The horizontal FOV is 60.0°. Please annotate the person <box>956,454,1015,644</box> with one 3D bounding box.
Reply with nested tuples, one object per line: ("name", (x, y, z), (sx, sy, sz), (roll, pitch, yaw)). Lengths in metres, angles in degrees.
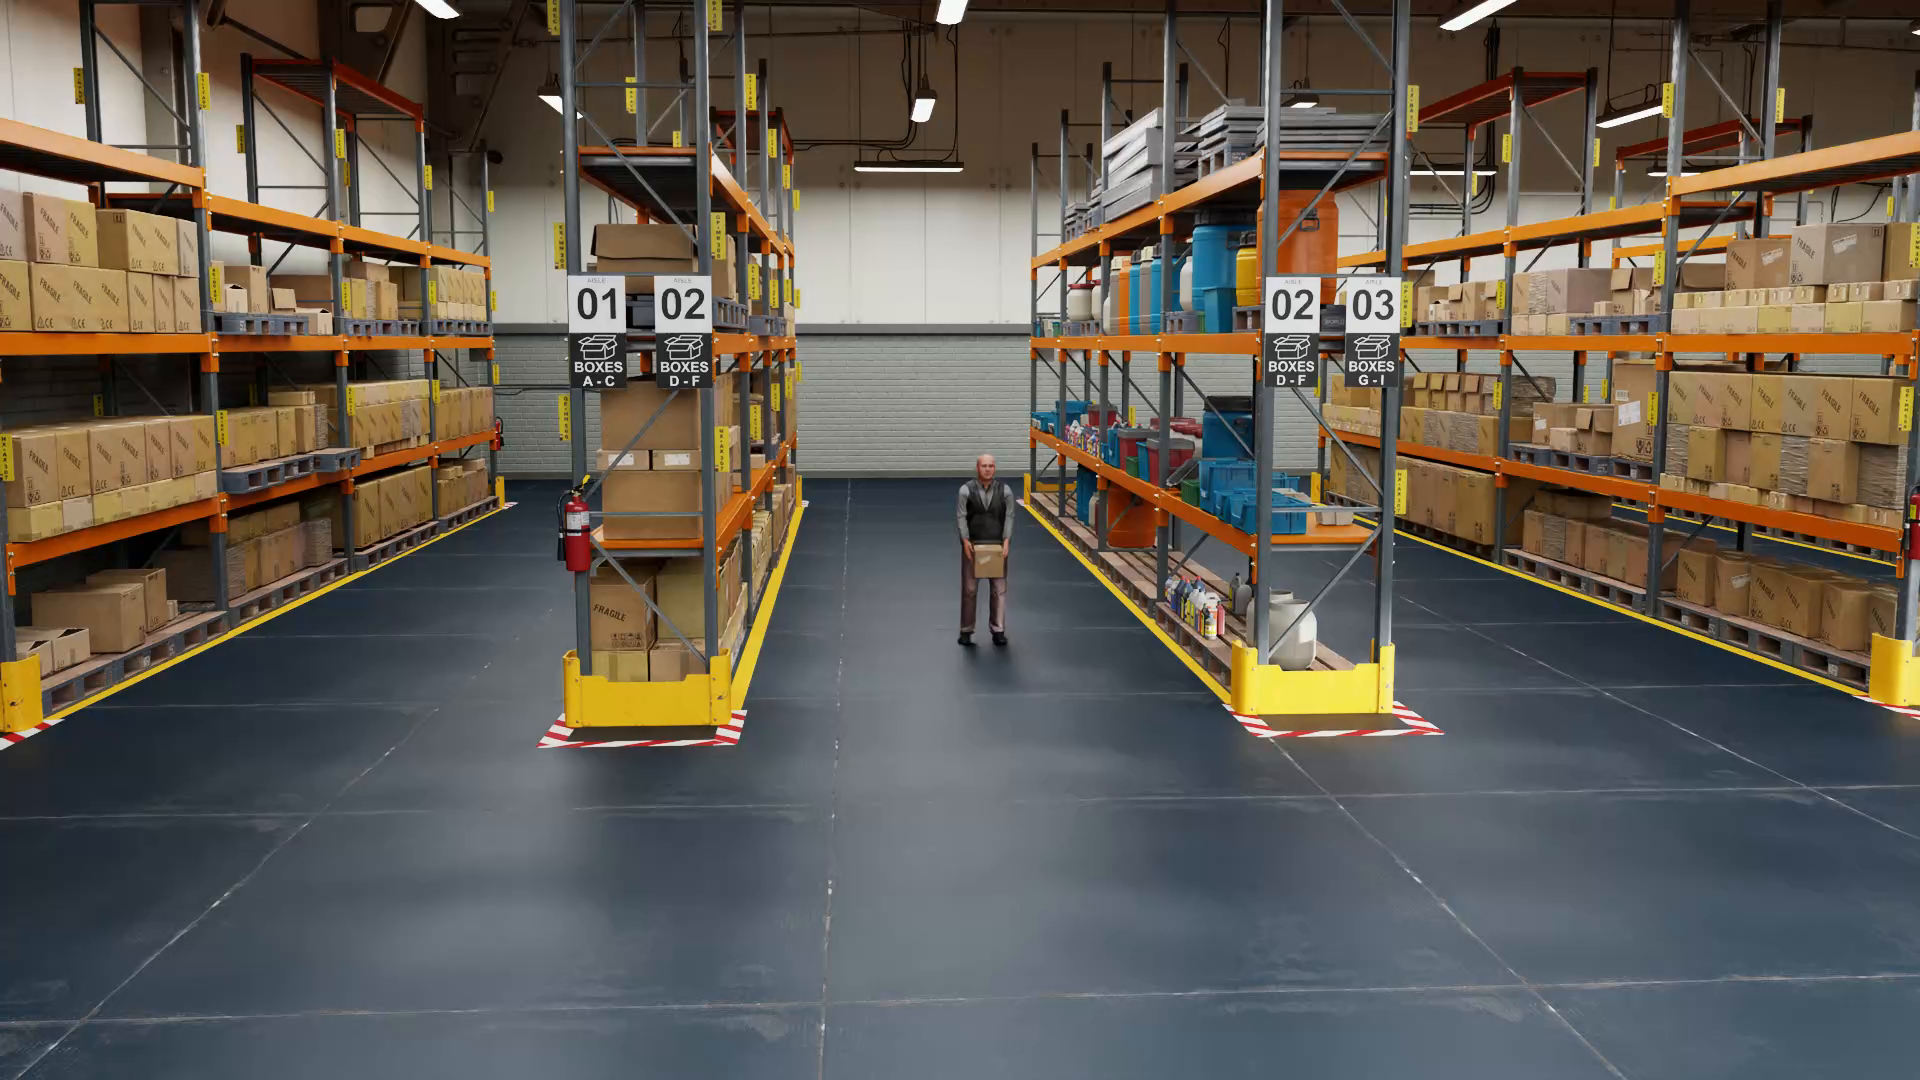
("person", (0.233, 0.080, 15.141), (0.546, 1.728, 0.470), (-1, 7, -5))
